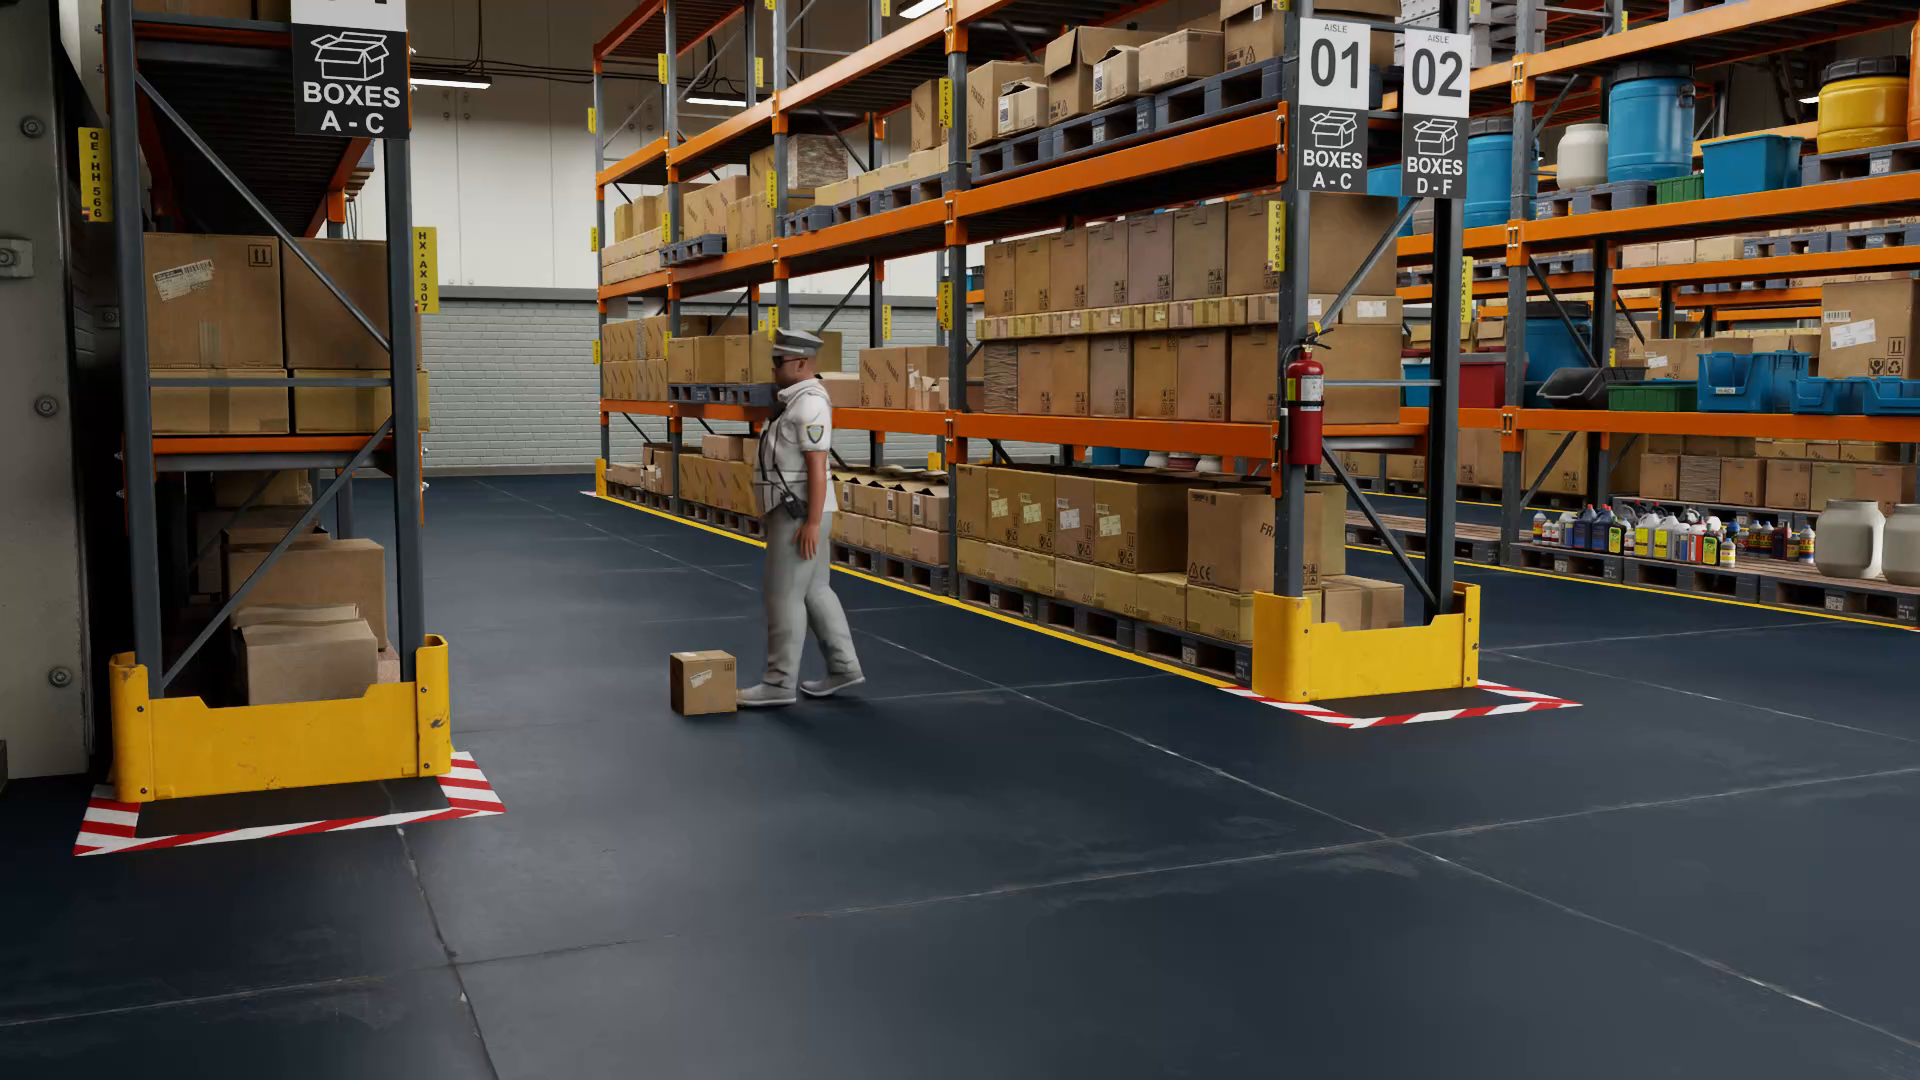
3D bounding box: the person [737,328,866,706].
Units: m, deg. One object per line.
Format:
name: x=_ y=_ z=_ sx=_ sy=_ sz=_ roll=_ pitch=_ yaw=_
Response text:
person: x=-0.775 y=-0.112 z=7.817 sx=0.667 sy=1.753 sz=0.553 roll=-1 pitch=5 yaw=-8
